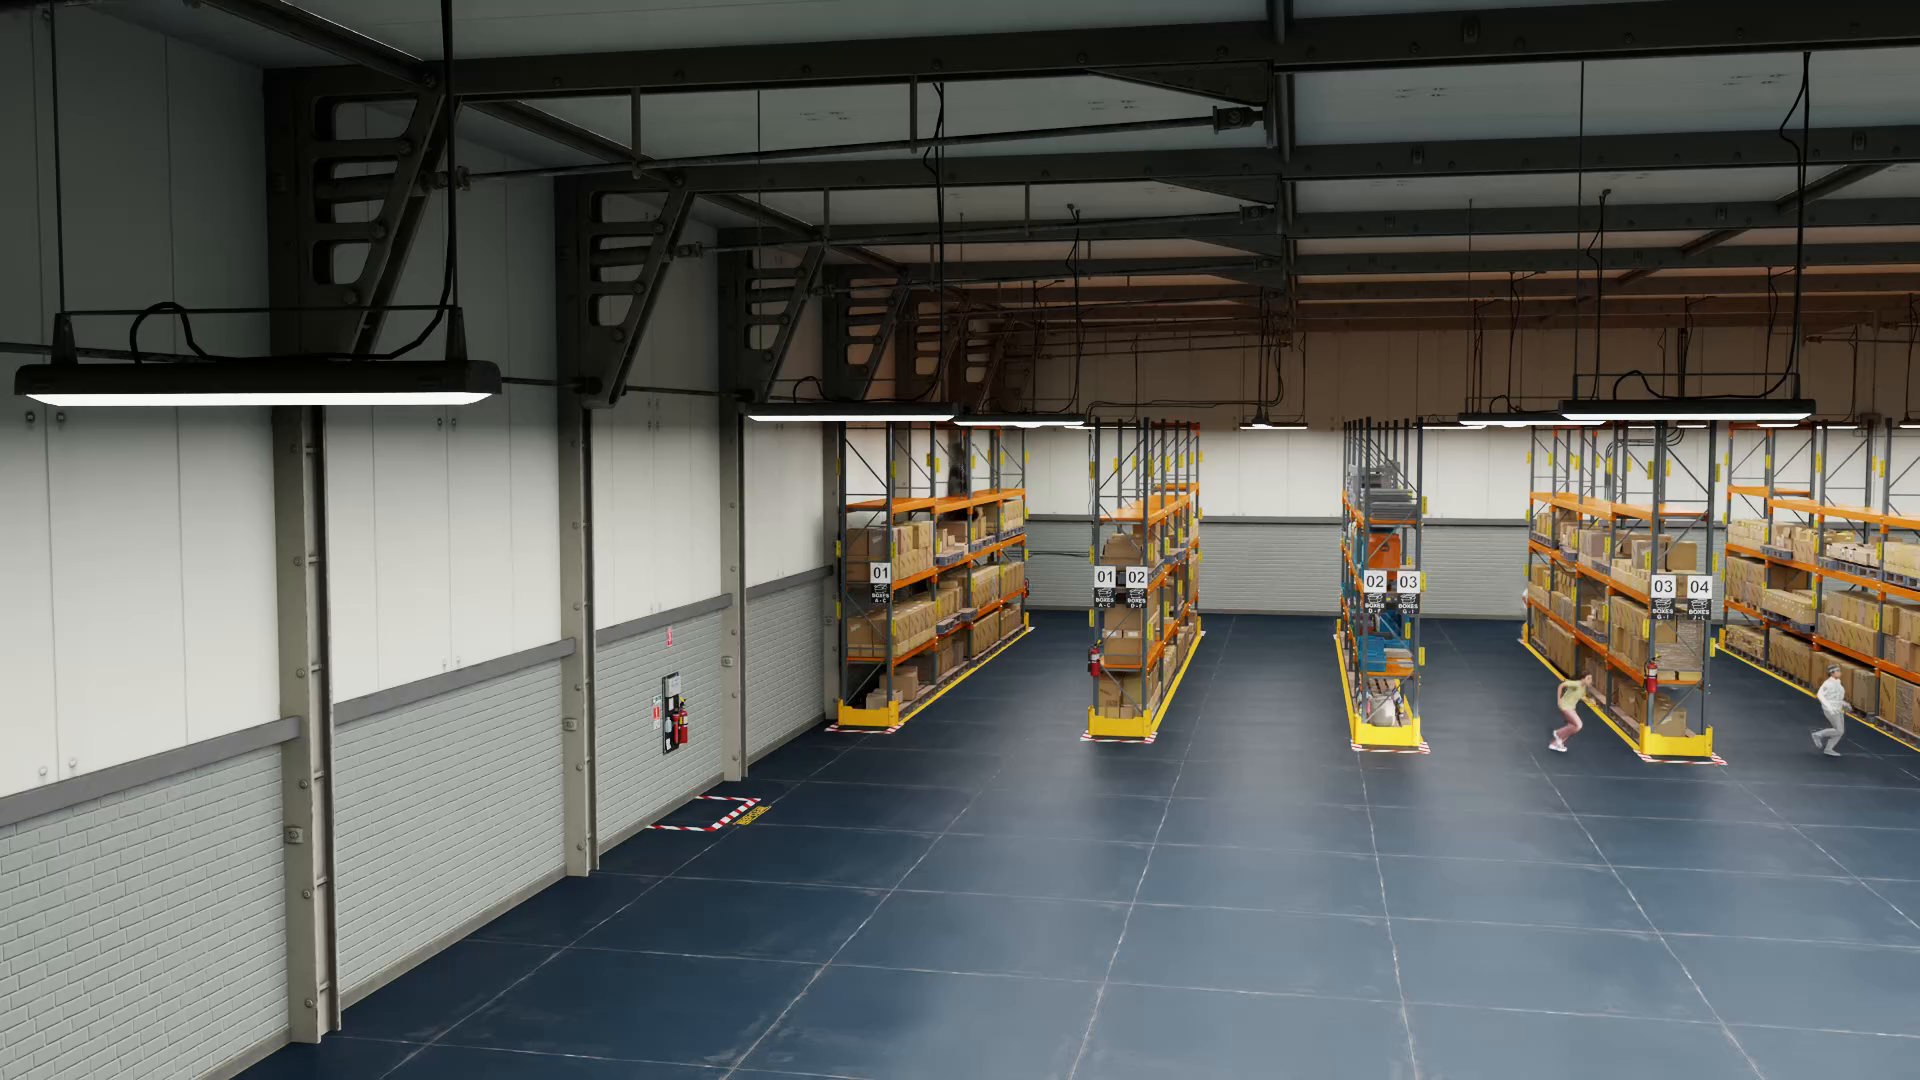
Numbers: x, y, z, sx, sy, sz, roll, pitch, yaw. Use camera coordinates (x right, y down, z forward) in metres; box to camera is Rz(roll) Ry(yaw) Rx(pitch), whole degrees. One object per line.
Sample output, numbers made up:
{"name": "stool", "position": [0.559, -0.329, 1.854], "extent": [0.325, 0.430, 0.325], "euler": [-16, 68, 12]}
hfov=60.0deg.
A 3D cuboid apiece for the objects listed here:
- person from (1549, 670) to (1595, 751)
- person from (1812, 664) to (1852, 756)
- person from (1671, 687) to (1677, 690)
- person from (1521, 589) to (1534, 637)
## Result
{"name": "person", "position": [10.902, 3.049, 29.670], "extent": [0.607, 1.504, 0.810], "euler": [-4, 5, -44]}
{"name": "person", "position": [15.436, 2.997, 29.438], "extent": [0.629, 1.648, 0.569], "euler": [-3, 5, -41]}
{"name": "person", "position": [16.007, 2.445, 37.180], "extent": [0.708, 1.750, 0.665], "euler": [1, 4, 11]}
{"name": "person", "position": [15.933, 1.905, 46.233], "extent": [0.576, 1.634, 0.586], "euler": [2, 4, 24]}
